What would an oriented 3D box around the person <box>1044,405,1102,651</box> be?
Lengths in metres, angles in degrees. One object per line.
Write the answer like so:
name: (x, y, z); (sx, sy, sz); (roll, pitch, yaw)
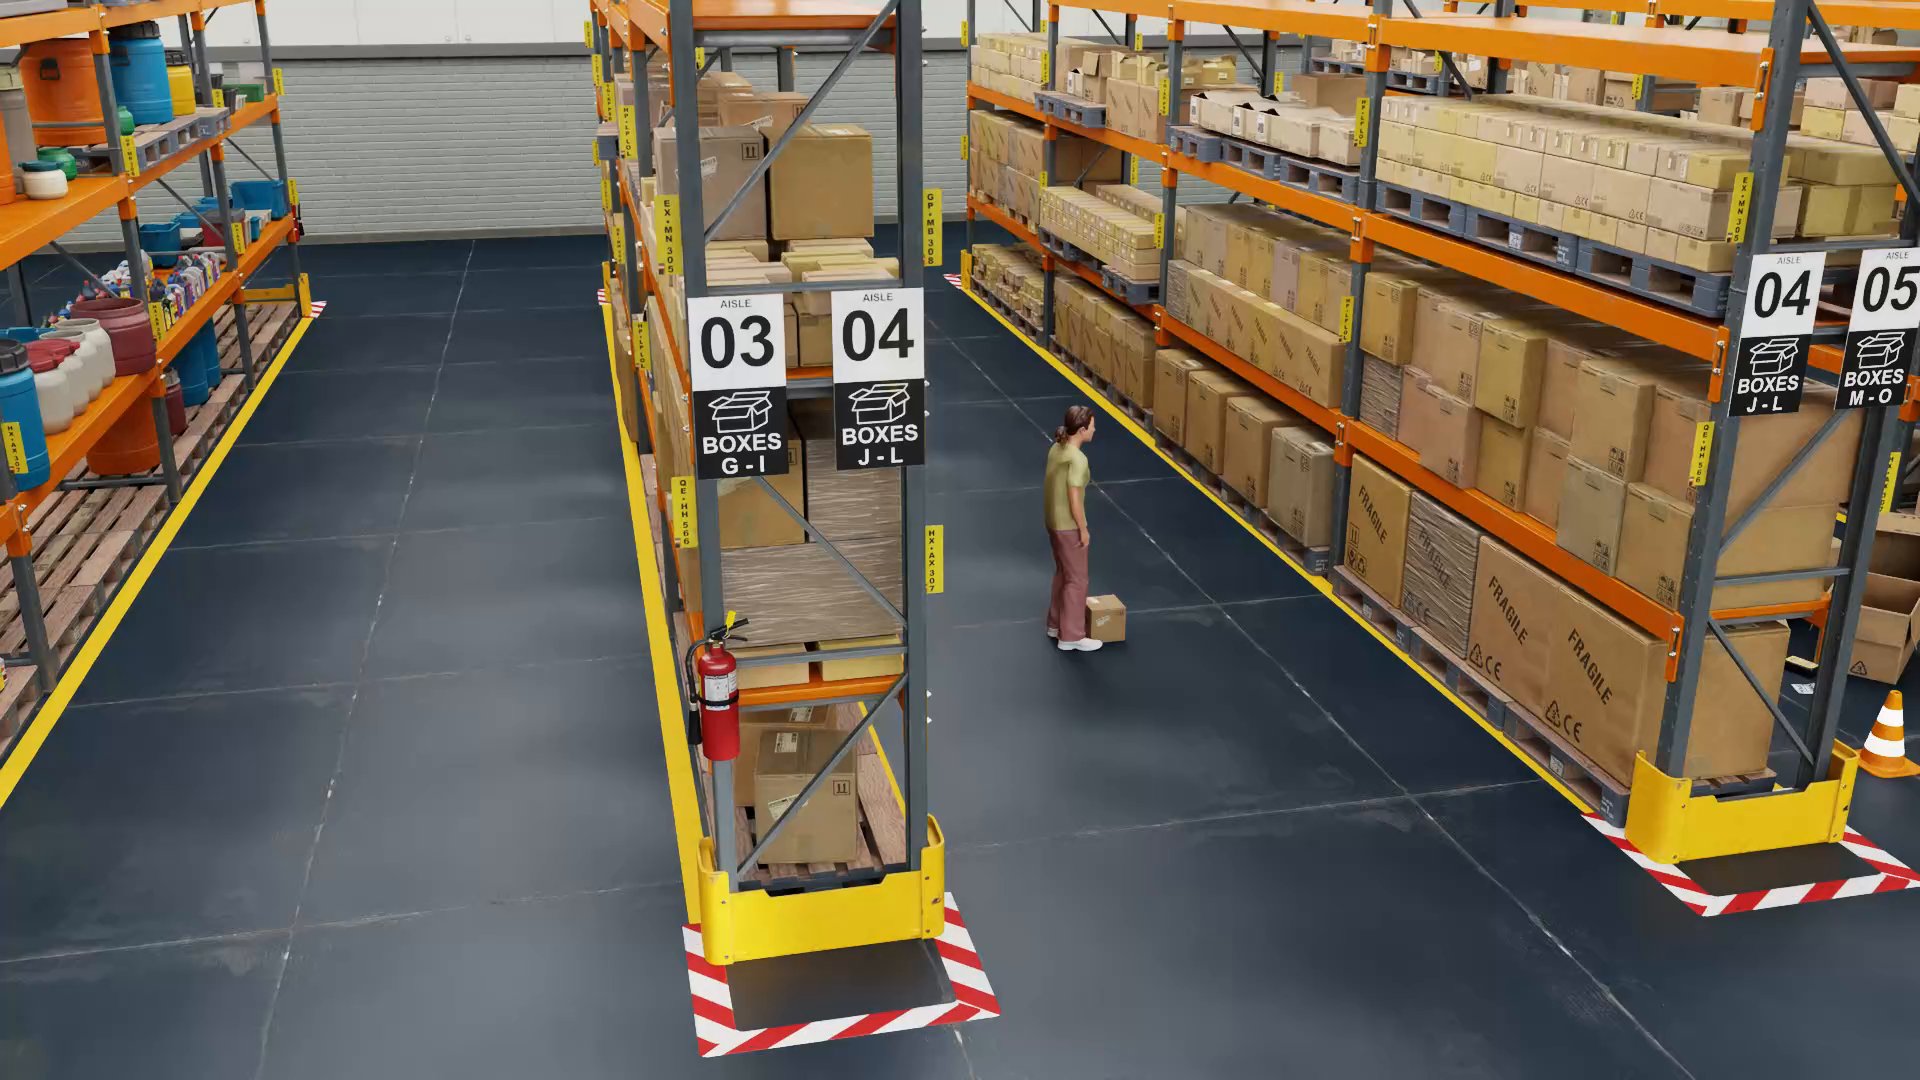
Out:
person: (0.760, -0.088, 11.349); (0.357, 1.651, 0.519); (-6, 20, -15)
